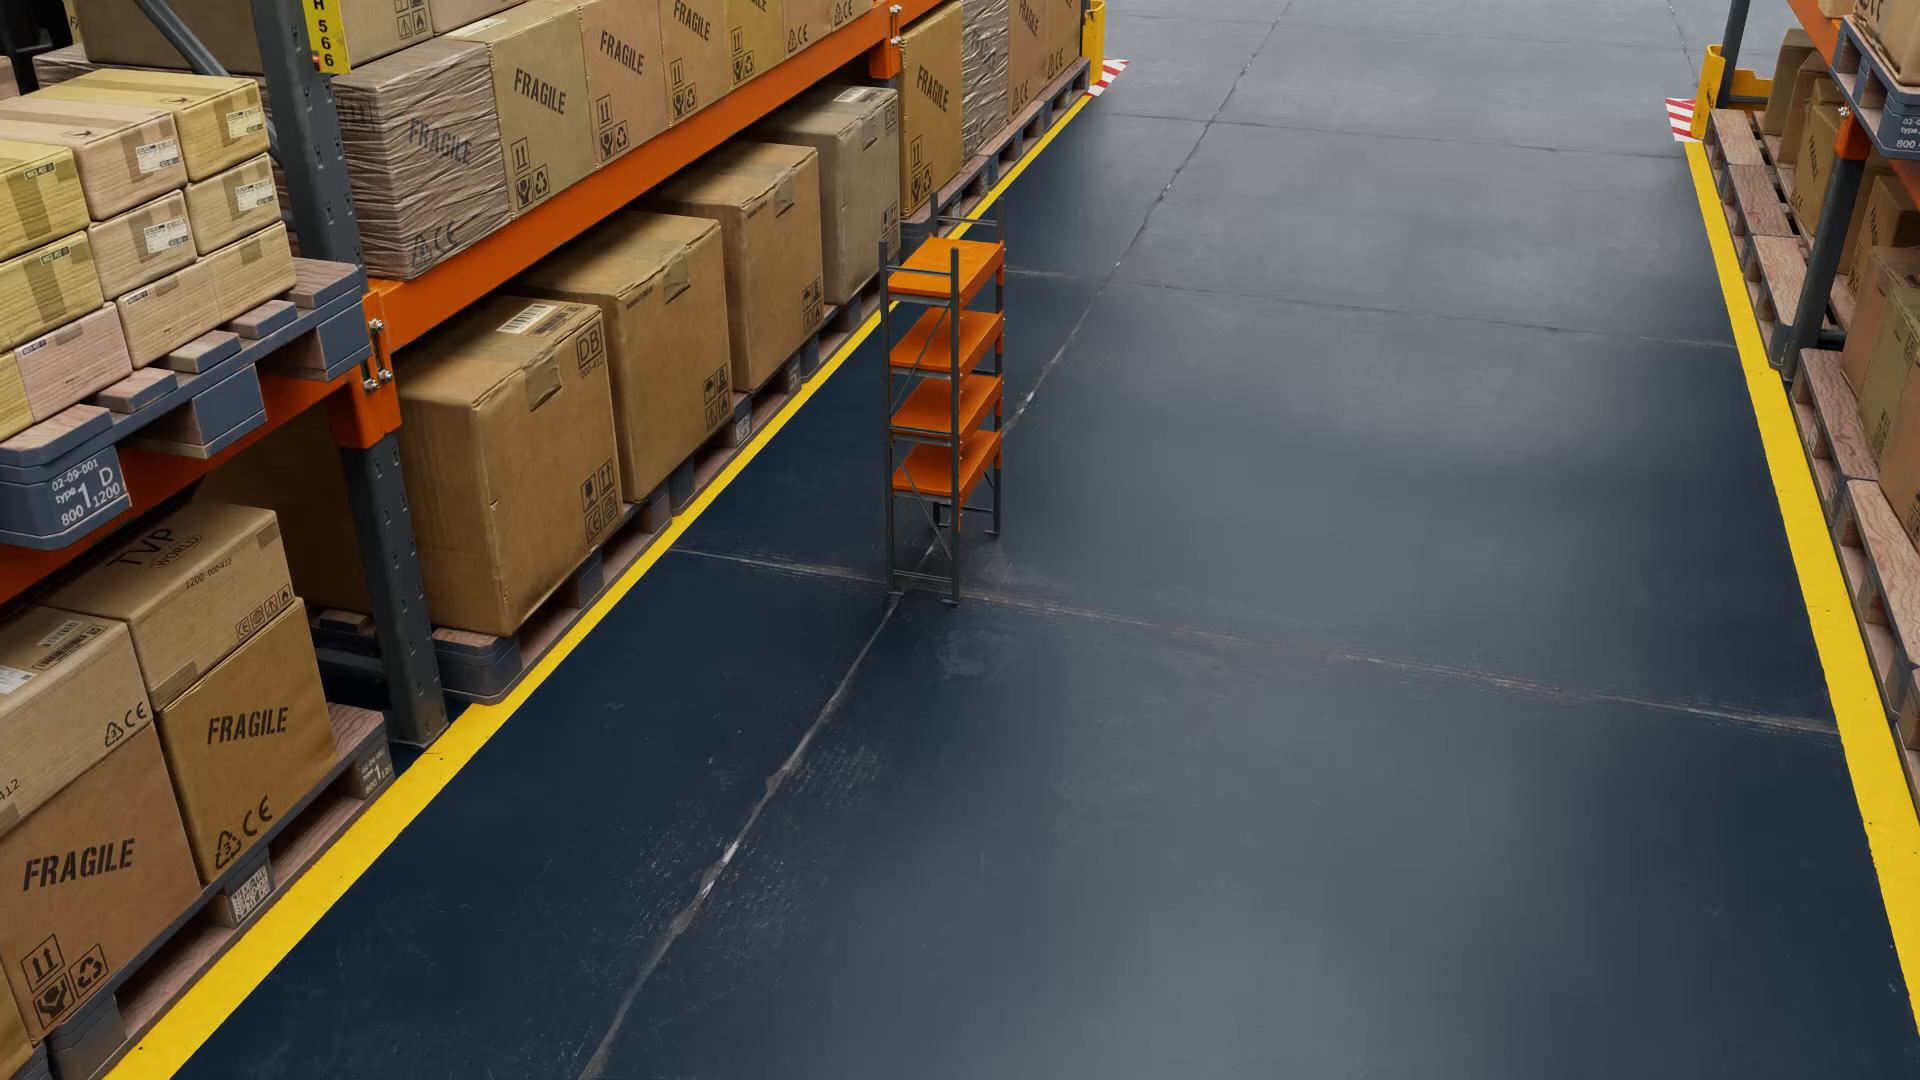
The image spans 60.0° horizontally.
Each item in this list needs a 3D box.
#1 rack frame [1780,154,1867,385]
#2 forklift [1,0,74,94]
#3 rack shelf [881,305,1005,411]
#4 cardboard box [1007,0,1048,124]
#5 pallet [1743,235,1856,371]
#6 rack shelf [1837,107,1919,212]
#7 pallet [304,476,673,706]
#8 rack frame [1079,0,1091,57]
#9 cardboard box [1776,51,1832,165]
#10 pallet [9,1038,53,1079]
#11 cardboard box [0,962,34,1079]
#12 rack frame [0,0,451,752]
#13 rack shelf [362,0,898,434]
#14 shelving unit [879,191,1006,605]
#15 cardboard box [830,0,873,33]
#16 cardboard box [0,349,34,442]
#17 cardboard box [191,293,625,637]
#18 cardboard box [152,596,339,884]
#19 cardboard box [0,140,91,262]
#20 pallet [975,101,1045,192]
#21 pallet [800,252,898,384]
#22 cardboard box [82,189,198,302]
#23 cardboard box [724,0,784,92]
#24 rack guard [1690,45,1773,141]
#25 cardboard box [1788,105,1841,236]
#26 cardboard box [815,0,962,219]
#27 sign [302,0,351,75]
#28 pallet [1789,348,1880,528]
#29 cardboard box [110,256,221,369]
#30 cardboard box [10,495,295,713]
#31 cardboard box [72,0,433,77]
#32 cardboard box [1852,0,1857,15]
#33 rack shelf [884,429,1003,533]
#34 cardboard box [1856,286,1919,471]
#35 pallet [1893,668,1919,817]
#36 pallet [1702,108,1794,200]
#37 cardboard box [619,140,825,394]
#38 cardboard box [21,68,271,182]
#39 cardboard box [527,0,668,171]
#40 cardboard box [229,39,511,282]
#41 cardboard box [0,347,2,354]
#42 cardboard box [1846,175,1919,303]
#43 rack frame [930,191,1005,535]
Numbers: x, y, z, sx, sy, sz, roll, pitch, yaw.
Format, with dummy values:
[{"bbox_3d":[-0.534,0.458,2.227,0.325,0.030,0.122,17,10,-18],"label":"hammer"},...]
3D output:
[{"bbox_3d":[3.924,-1.920,6.115,1.000,3.000,0.127,8,30,15],"label":"rack frame"},{"bbox_3d":[-4.122,-2.094,6.498,1.130,2.935,3.031,-15,32,-25],"label":"forklift"},{"bbox_3d":[-0.049,-0.584,5.244,0.258,0.148,0.480,8,30,15],"label":"rack shelf"},{"bbox_3d":[-0.006,-3.054,9.909,0.875,0.875,0.875,8,30,14],"label":"cardboard box"},{"bbox_3d":[4.087,-1.018,7.363,1.003,0.211,1.213,8,30,15],"label":"pallet"},{"bbox_3d":[3.337,-0.676,4.619,1.077,0.370,4.000,8,30,15],"label":"rack shelf"},{"bbox_3d":[-1.659,0.048,5.447,1.003,0.211,1.213,8,30,15],"label":"pallet"},{"bbox_3d":[0.386,-4.533,10.813,1.000,3.000,0.127,8,30,15],"label":"rack frame"},{"bbox_3d":[4.756,-2.299,8.937,0.500,0.500,0.500,17,33,28],"label":"cardboard box"},{"bbox_3d":[-2.553,1.331,3.140,1.003,0.211,1.213,8,30,15],"label":"pallet"},{"bbox_3d":[-2.201,0.925,3.140,0.500,0.500,0.500,7,30,13],"label":"cardboard box"},{"bbox_3d":[-1.962,-0.815,4.130,1.000,3.000,0.127,8,30,15],"label":"rack frame"},{"bbox_3d":[-1.375,-1.430,5.976,1.077,0.370,4.000,8,30,15],"label":"rack shelf"},{"bbox_3d":[-0.049,-0.447,5.320,0.258,1.200,0.503,8,30,15],"label":"shelving unit"},{"bbox_3d":[-0.686,-2.437,6.943,0.500,0.500,0.500,8,30,15],"label":"cardboard box"},{"bbox_3d":[-1.894,-0.244,2.930,0.380,0.149,0.250,8,30,14],"label":"cardboard box"},{"bbox_3d":[-1.698,-0.286,5.061,1.050,0.750,0.750,8,30,14],"label":"cardboard box"},{"bbox_3d":[-1.906,0.437,4.019,0.500,0.500,0.500,8,30,15],"label":"cardboard box"},{"bbox_3d":[-1.821,-0.618,2.989,0.380,0.149,0.250,9,30,16],"label":"cardboard box"},{"bbox_3d":[-0.134,-2.367,9.787,1.003,0.211,1.213,8,30,15],"label":"pallet"},{"bbox_3d":[-0.943,-1.086,7.486,1.003,0.211,1.213,8,30,15],"label":"pallet"},{"bbox_3d":[-1.749,-0.600,3.264,0.380,0.149,0.250,10,31,17],"label":"cardboard box"},{"bbox_3d":[-0.983,-1.968,6.099,0.500,0.500,0.500,9,30,15],"label":"cardboard box"},{"bbox_3d":[5.075,-2.651,10.001,1.175,0.500,0.348,8,30,15],"label":"rack guard"},{"bbox_3d":[4.347,-1.758,7.964,0.500,0.500,0.500,6,30,10],"label":"cardboard box"},{"bbox_3d":[-0.537,-2.212,8.394,0.875,0.875,0.875,9,30,16],"label":"cardboard box"},{"bbox_3d":[-1.441,-1.214,3.737,0.100,0.325,0.005,8,30,15],"label":"sign"},{"bbox_3d":[3.696,-0.339,6.142,1.003,0.211,1.213,8,30,15],"label":"pallet"},{"bbox_3d":[-1.742,-0.479,3.352,0.380,0.149,0.250,8,30,15],"label":"cardboard box"},{"bbox_3d":[-1.913,0.121,3.815,0.500,0.250,0.500,8,30,14],"label":"cardboard box"},{"bbox_3d":[-1.821,-1.503,4.235,0.700,0.500,0.500,8,30,15],"label":"cardboard box"},{"bbox_3d":[3.788,-2.066,6.638,0.380,0.149,0.250,8,30,15],"label":"cardboard box"},{"bbox_3d":[-0.049,-0.215,5.449,0.258,0.148,0.480,8,30,15],"label":"rack shelf"},{"bbox_3d":[3.565,-0.518,5.715,0.700,0.500,0.500,8,30,15],"label":"cardboard box"},{"bbox_3d":[2.980,0.795,4.104,1.003,0.211,1.213,8,30,15],"label":"pallet"},{"bbox_3d":[4.803,-2.152,9.401,1.003,0.211,1.213,8,30,15],"label":"pallet"},{"bbox_3d":[-1.171,-1.126,6.570,1.050,0.750,0.750,8,30,15],"label":"cardboard box"},{"bbox_3d":[-1.668,-0.856,3.417,0.380,0.149,0.250,7,30,13],"label":"cardboard box"},{"bbox_3d":[-1.278,-1.500,5.258,0.500,0.500,0.500,8,30,15],"label":"cardboard box"},{"bbox_3d":[-1.573,-1.029,4.412,0.500,0.500,0.500,9,30,15],"label":"cardboard box"},{"bbox_3d":[-1.897,-0.361,2.835,0.380,0.149,0.250,9,30,15],"label":"cardboard box"},{"bbox_3d":[4.079,-1.191,6.945,0.500,0.500,0.500,8,30,13],"label":"cardboard box"},{"bbox_3d":[0.023,-0.561,5.524,0.240,1.200,0.015,8,30,15],"label":"rack frame"}]
